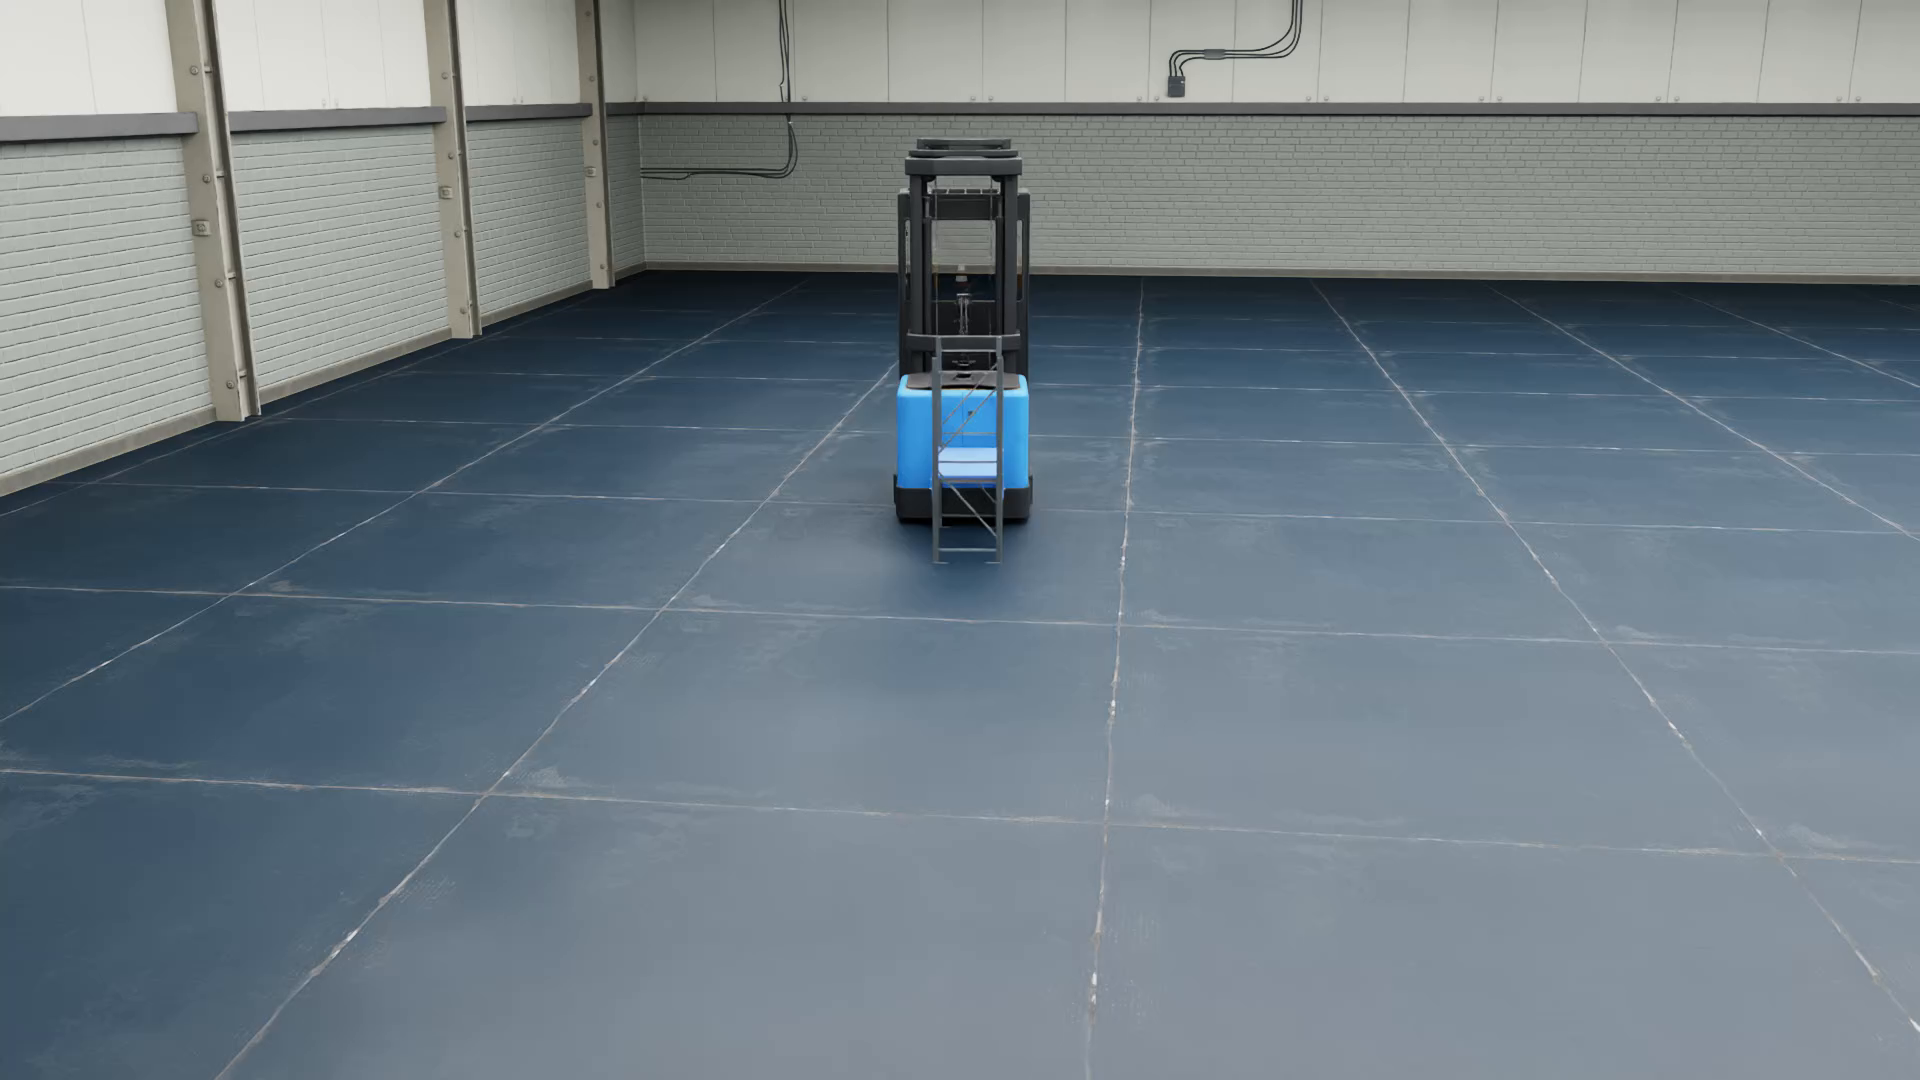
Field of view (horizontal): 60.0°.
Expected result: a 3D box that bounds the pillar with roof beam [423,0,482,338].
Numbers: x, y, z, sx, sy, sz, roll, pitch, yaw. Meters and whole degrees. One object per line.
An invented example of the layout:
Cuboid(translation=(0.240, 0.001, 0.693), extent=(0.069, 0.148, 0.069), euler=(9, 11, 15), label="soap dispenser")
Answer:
Cuboid(translation=(-2.605, -7.057, 21.520), extent=(9.100, 9.000, 0.400), euler=(2, 15, 6), label="pillar with roof beam")

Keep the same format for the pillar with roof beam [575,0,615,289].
Cuboid(translation=(-1.928, -8.613, 27.275), extent=(9.100, 9.000, 0.400), euler=(2, 15, 6), label="pillar with roof beam")

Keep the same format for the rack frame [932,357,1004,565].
Cuboid(translation=(0.054, -0.550, 11.823), extent=(0.500, 1.500, 0.032), euler=(0, 15, 1), label="rack frame")

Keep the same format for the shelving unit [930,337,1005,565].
Cuboid(translation=(0.060, -0.683, 12.314), extent=(0.538, 1.500, 1.048), euler=(0, 15, 1), label="shelving unit")

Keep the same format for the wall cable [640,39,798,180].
Cuboid(translation=(-4.560, -7.966, 30.831), extent=(3.097, 2.526, 0.112), euler=(2, 15, 6), label="wall cable")

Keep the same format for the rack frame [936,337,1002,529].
Cuboid(translation=(0.066, -0.815, 12.804), extent=(0.500, 1.500, 0.032), euler=(0, 15, 1), label="rack frame")

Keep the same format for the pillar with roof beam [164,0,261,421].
Cuboid(translation=(-3.282, -5.501, 15.765), extent=(9.100, 9.000, 0.400), euler=(2, 15, 6), label="pillar with roof beam")

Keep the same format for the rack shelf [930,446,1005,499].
Cuboid(translation=(0.060, -0.509, 12.361), extent=(0.538, 0.185, 1.000), euler=(0, 15, 1), label="rack shelf")

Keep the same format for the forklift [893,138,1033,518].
Cuboid(translation=(0.034, -1.910, 14.111), extent=(1.130, 2.935, 3.031), euler=(0, 15, 0), label="forklift")

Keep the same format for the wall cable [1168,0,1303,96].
Cuboid(translation=(4.871, -10.823, 28.932), extent=(2.305, 6.003, 0.169), euler=(2, 15, 6), label="wall cable")

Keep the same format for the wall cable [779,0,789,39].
Cuboid(translation=(-1.872, -10.324, 29.877), extent=(3.097, 2.526, 0.112), euler=(2, 15, 6), label="wall cable")
